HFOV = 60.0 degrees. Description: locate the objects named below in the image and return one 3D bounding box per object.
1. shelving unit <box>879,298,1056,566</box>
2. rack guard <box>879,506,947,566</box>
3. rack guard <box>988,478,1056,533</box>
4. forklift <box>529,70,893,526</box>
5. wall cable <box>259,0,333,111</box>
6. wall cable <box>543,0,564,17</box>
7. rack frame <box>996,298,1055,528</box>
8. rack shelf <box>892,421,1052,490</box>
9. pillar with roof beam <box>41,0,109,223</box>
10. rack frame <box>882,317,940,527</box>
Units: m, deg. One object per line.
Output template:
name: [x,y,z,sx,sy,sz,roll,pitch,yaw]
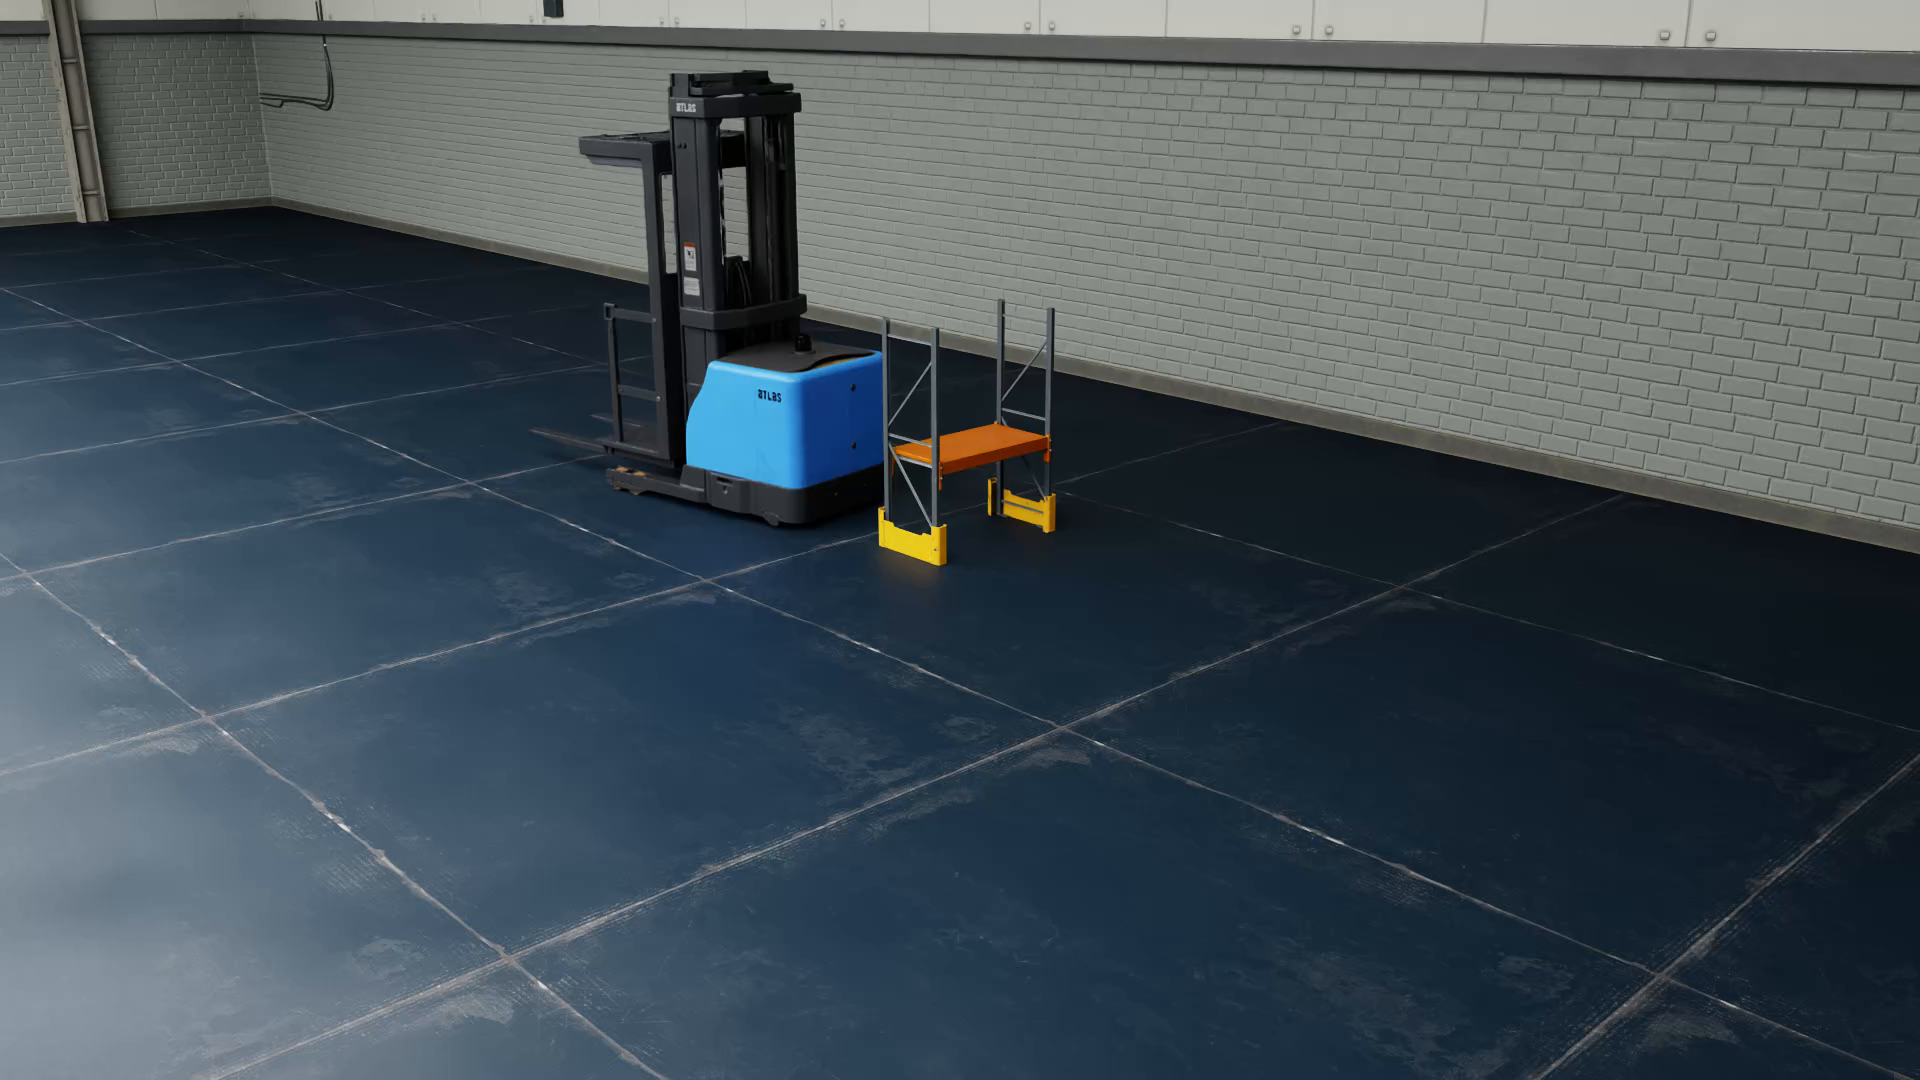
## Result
shelving unit: [0.055,-0.730,10.803,1.083,1.500,0.587,-16,24,-41]
rack guard: [-0.306,-0.030,10.670,0.087,0.250,0.587,-16,24,-41]
rack guard: [0.417,-0.241,11.321,0.087,0.250,0.587,-16,24,-41]
forklift: [-1.949,-1.834,11.888,3.031,2.935,1.130,13,22,36]
wall cable: [-10.982,-8.297,27.018,0.112,2.526,3.097,-16,24,-41]
wall cable: [-4.471,-9.261,19.443,0.169,6.003,2.305,-16,24,-41]
rack frame: [0.431,-0.839,11.141,0.032,1.500,0.500,-16,24,-41]
rack shelf: [0.062,-0.560,10.865,1.000,0.185,0.538,-16,24,-41]
pillar with roof beam: [-11.074,-8.481,22.552,0.400,9.000,9.100,-16,24,-41]
rack frame: [-0.307,-0.624,10.477,0.032,1.500,0.500,-16,24,-41]
